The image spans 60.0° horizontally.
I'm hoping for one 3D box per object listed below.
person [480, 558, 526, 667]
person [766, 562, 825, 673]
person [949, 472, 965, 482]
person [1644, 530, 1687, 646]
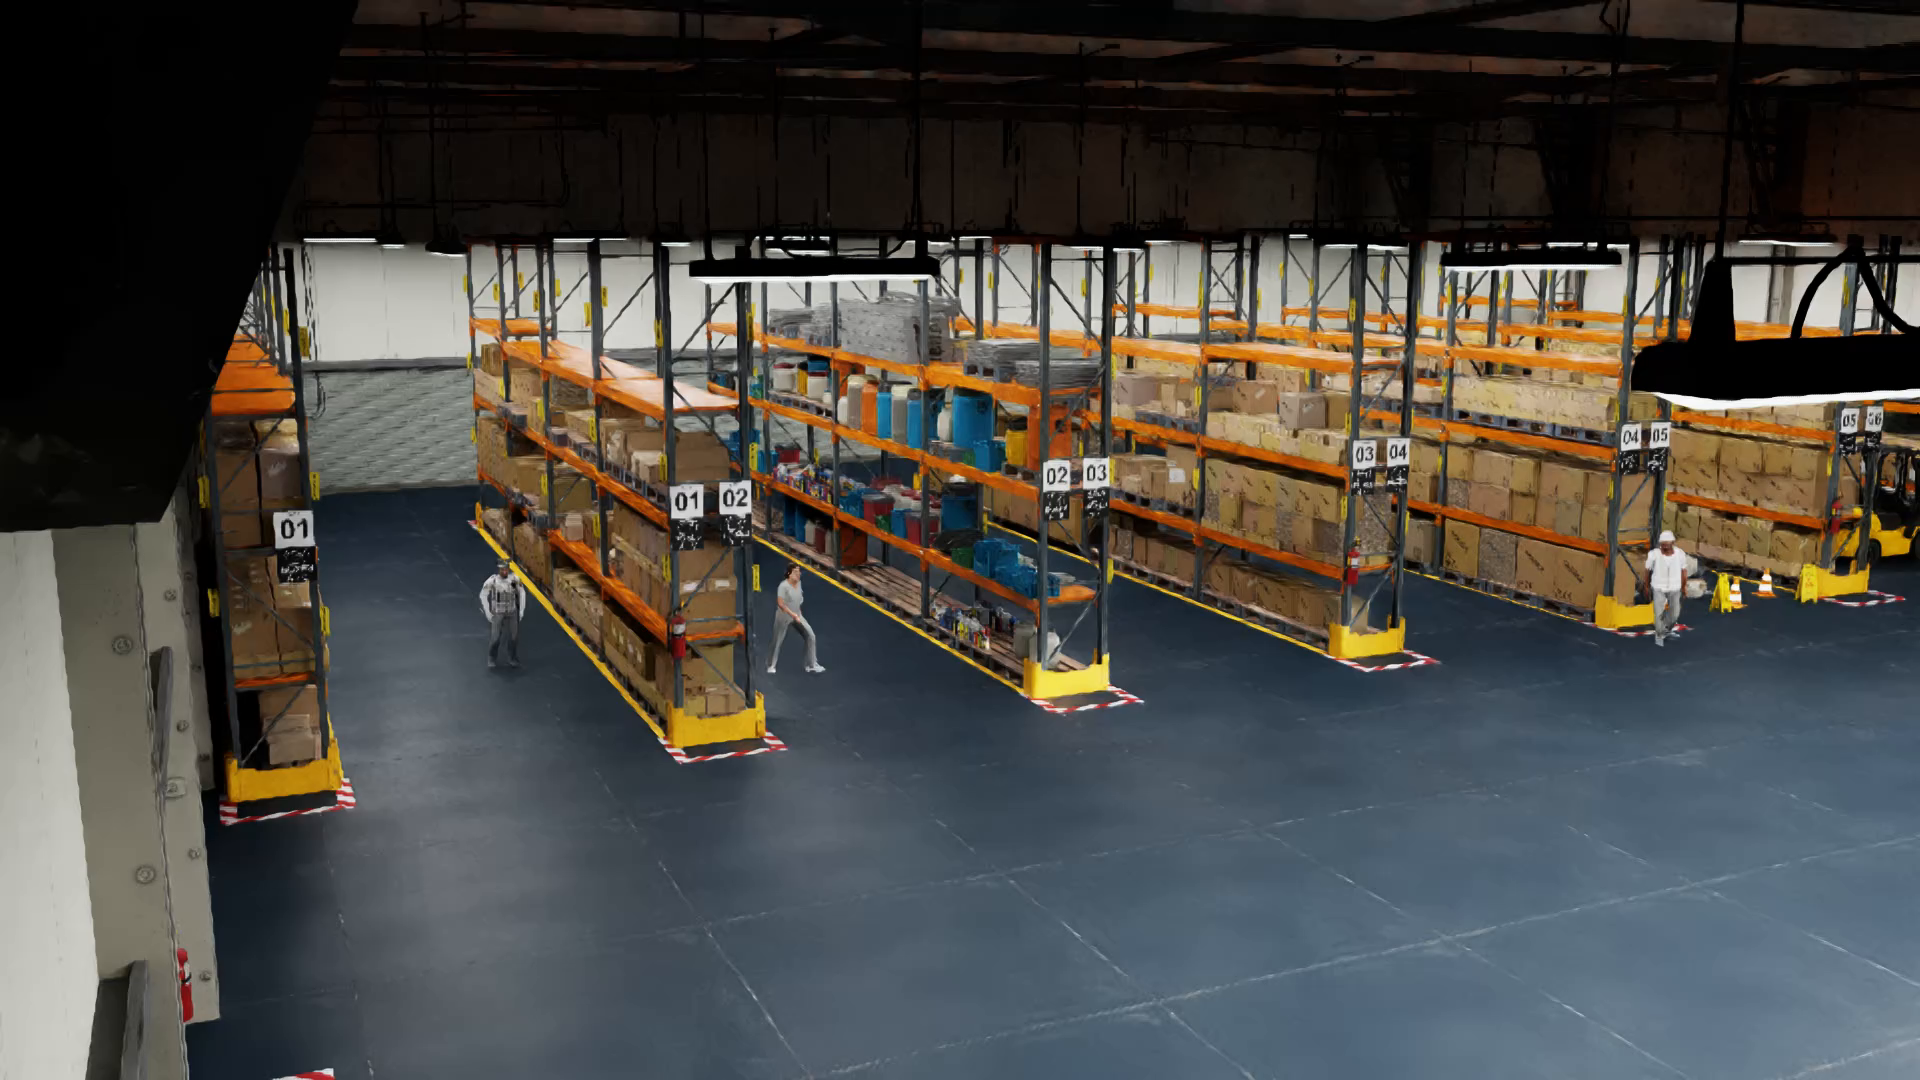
[{"bbox_3d":[-6.488,1.017,23.653,0.639,1.628,0.512,-5,12,-26],"label":"person"},{"bbox_3d":[-2.368,1.078,23.303,0.600,1.610,0.790,-11,15,-43],"label":"person"},{"bbox_3d":[-0.107,-0.676,31.855,0.577,1.783,0.662,0,11,3],"label":"person"},{"bbox_3d":[10.578,0.699,24.945,0.611,1.753,0.579,2,11,12],"label":"person"}]
